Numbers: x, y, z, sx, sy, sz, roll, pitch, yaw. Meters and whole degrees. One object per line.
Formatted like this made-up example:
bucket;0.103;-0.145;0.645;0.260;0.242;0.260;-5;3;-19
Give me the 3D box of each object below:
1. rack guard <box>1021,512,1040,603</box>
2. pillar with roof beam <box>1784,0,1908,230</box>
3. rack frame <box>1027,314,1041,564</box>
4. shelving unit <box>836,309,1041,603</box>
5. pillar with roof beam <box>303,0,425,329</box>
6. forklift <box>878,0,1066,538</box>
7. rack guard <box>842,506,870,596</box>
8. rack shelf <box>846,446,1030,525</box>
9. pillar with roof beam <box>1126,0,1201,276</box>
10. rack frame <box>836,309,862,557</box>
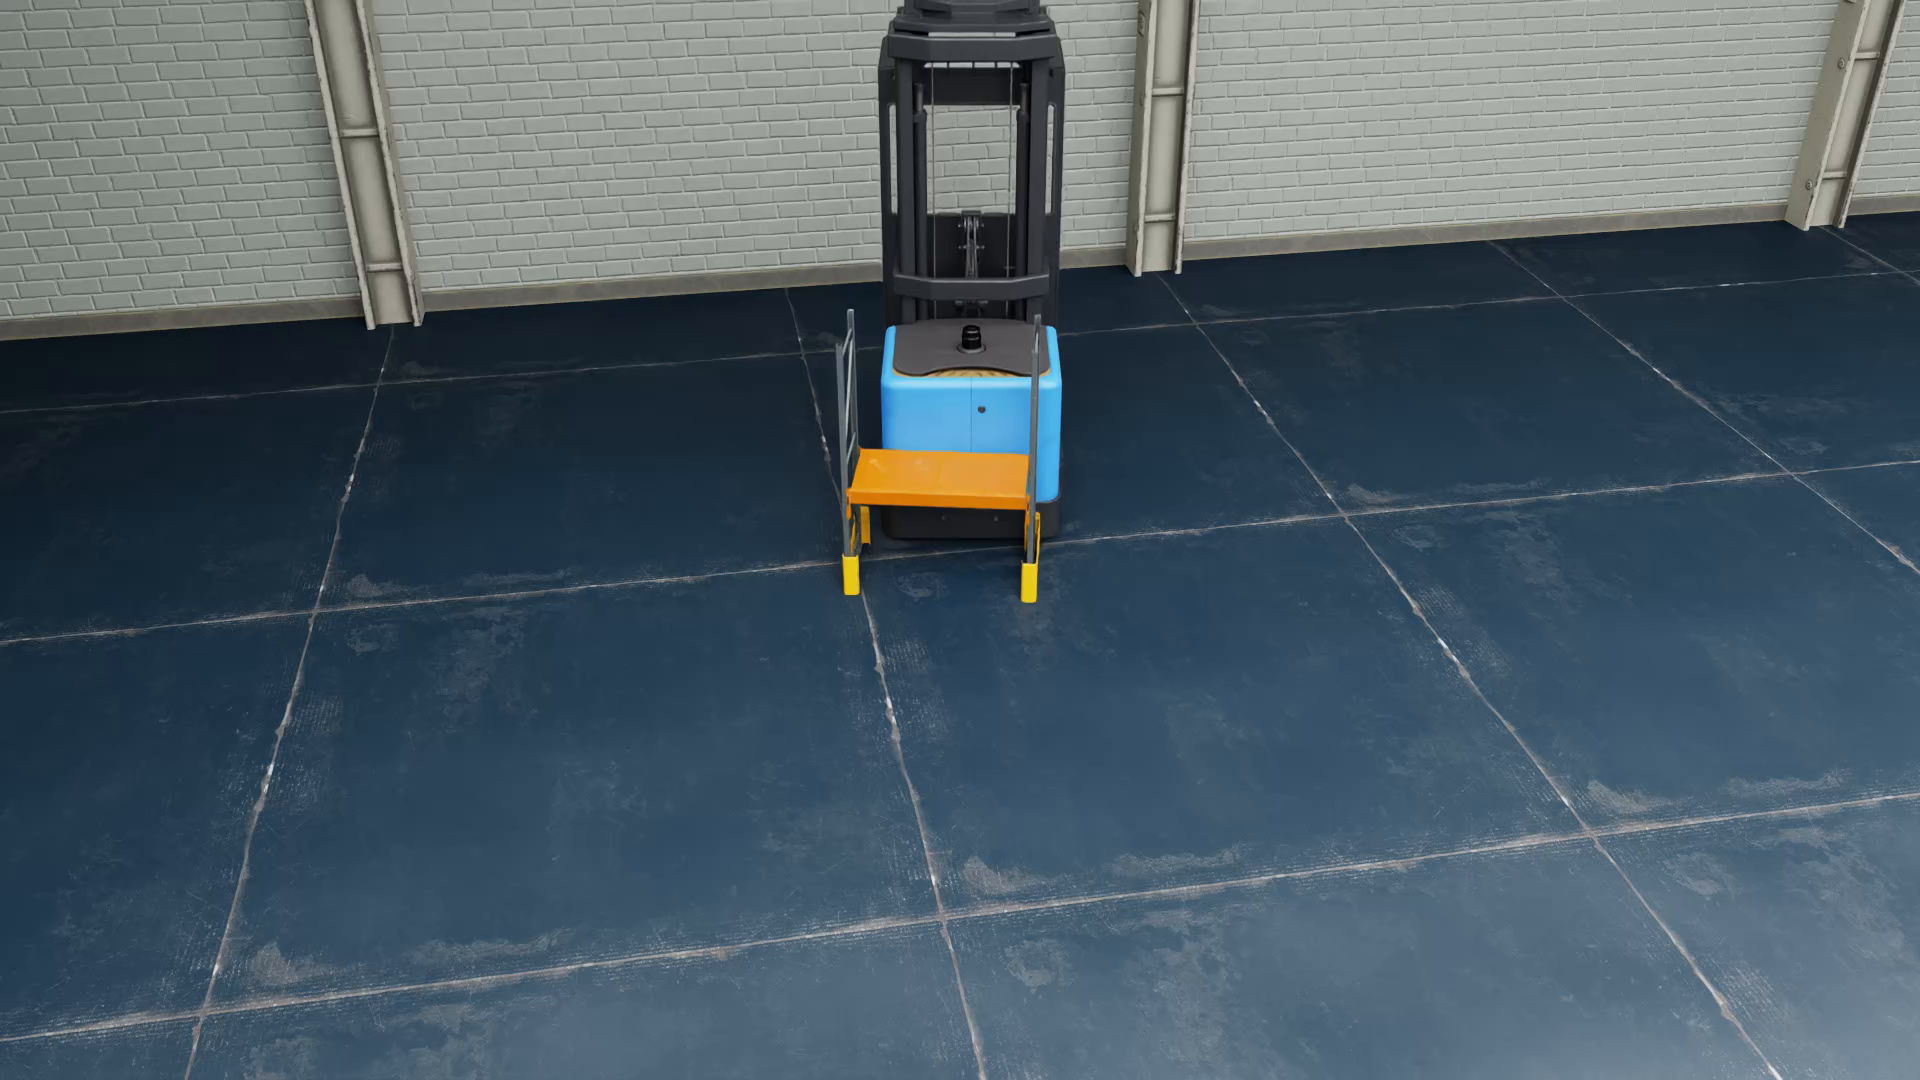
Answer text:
rack guard;0.402;0.095;9.457;0.087;0.250;0.587;2;31;4
pillar with roof beam;8.263;-4.516;8.666;0.400;9.000;9.100;-5;31;-9
rack frame;0.403;-0.444;9.140;0.032;1.500;0.500;2;31;4
shelving unit;-0.095;-0.462;9.171;1.083;1.500;0.587;2;31;4
pillar with roof beam;-3.541;-3.420;6.803;0.400;9.000;9.100;-5;31;-9
forklift;0.068;-1.980;10.340;1.130;2.935;3.031;0;30;0
rack guard;-0.592;0.058;9.519;0.087;0.250;0.587;2;31;4
rack shelf;-0.104;-0.308;9.263;1.000;0.185;0.538;2;31;4
pillar with roof beam;2.361;-3.968;7.734;0.400;9.000;9.100;-5;31;-9
rack frame;-0.611;-0.481;9.203;0.032;1.500;0.500;2;31;4
